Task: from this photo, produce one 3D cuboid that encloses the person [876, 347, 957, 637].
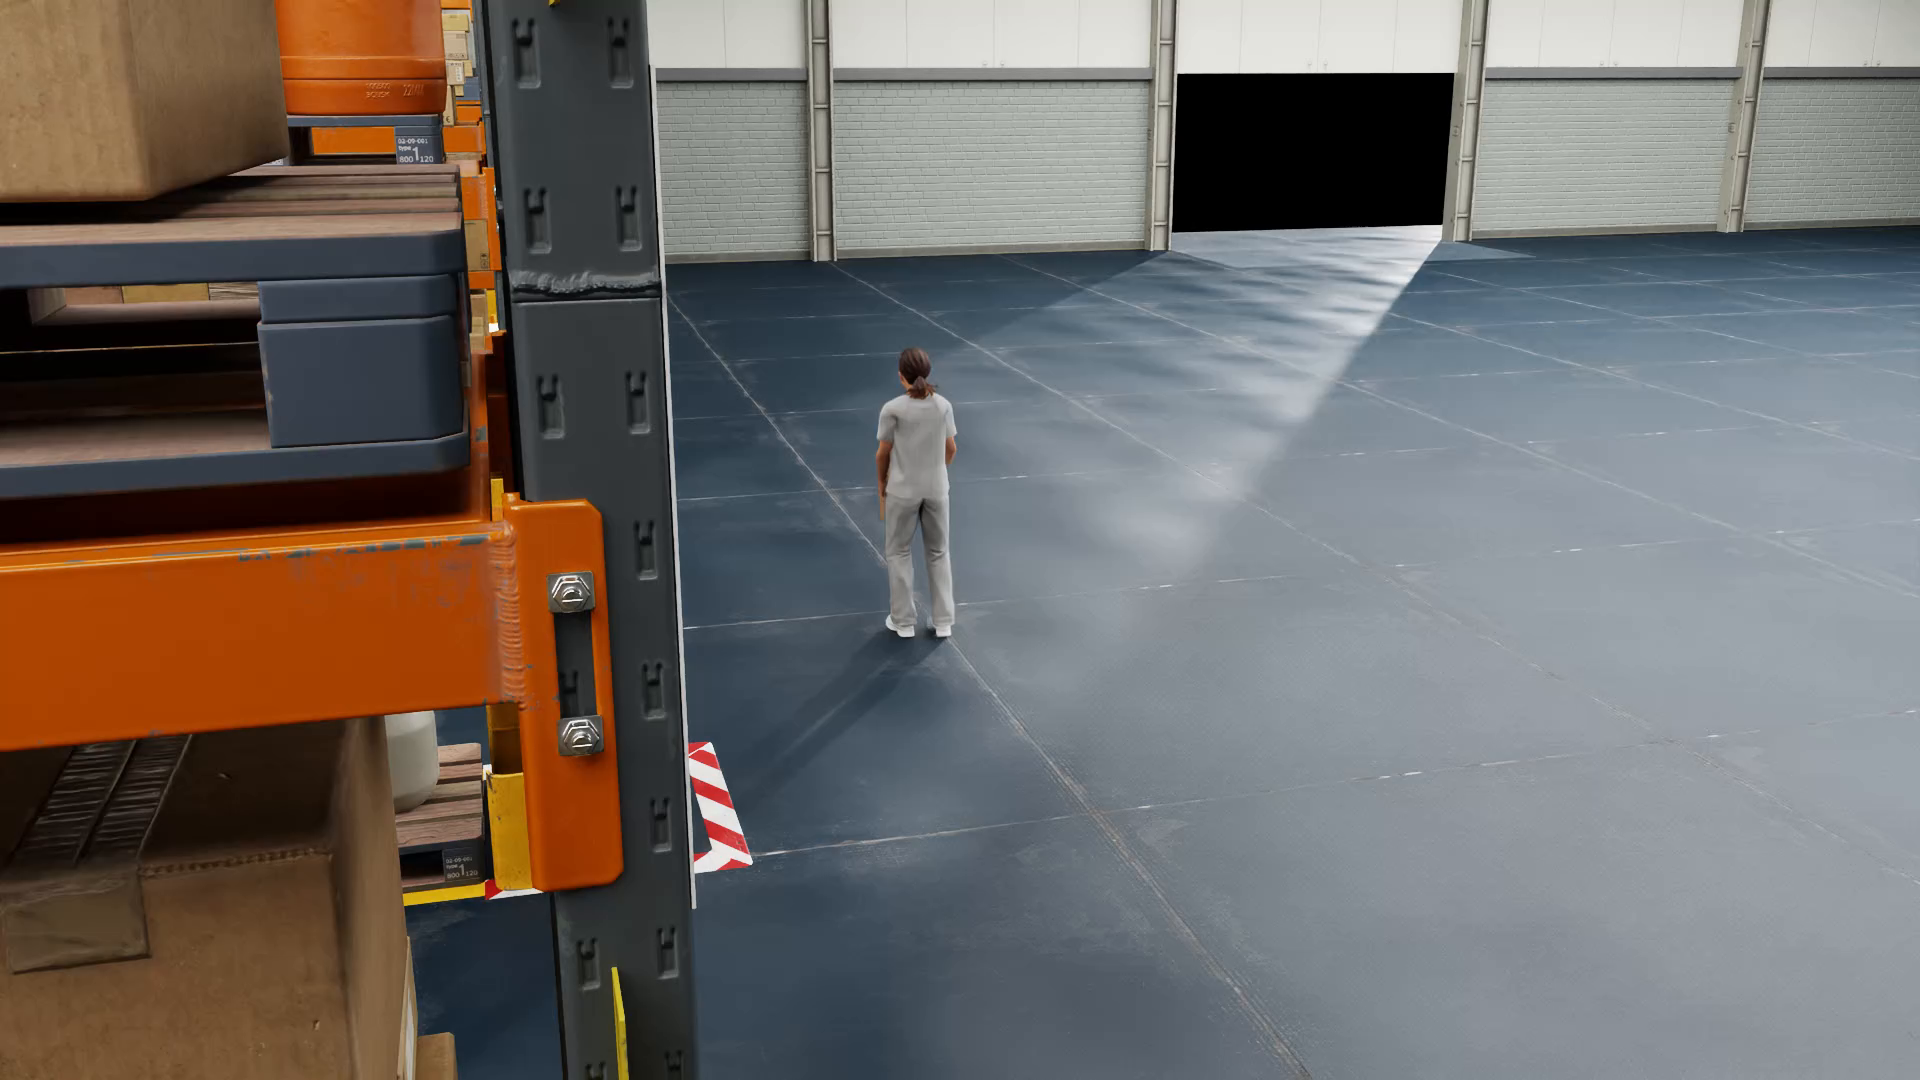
[{"bbox_3d":[-0.257,-0.266,9.453,0.467,1.676,0.424,-5,17,-16],"label":"person"}]
